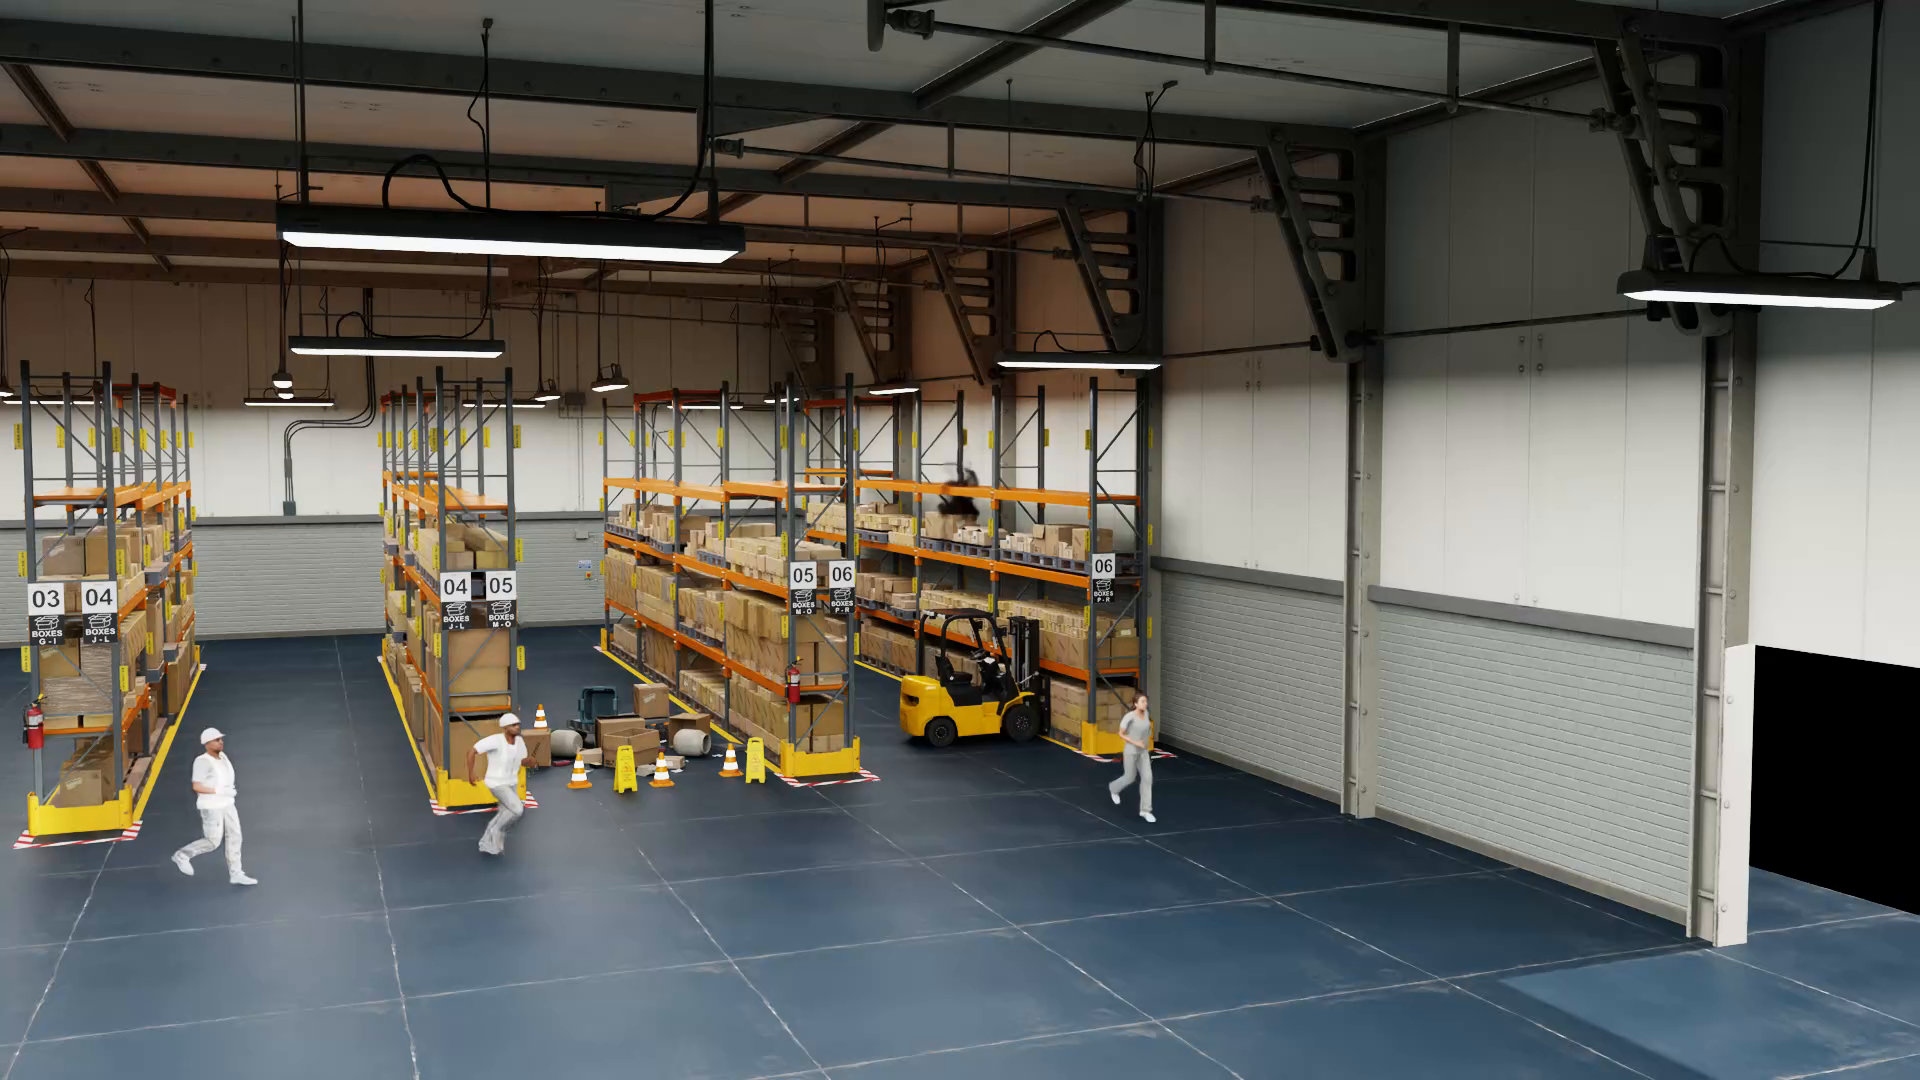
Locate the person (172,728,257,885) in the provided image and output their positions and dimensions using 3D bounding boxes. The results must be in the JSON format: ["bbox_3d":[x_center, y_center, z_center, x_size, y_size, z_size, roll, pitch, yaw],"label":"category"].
[{"bbox_3d":[-8.356,2.988,18.635,0.940,1.772,0.682,0,3,5],"label":"person"}]

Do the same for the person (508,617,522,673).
[{"bbox_3d":[-9.368,2.120,34.194,0.674,1.769,0.871,-1,4,-23],"label":"person"}]

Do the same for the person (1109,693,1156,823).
[{"bbox_3d":[2.323,2.842,22.111,0.587,1.664,0.991,-2,4,-34],"label":"person"}]

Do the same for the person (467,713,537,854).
[{"bbox_3d":[-5.444,2.929,19.904,0.745,1.707,0.744,2,4,24],"label":"person"}]
